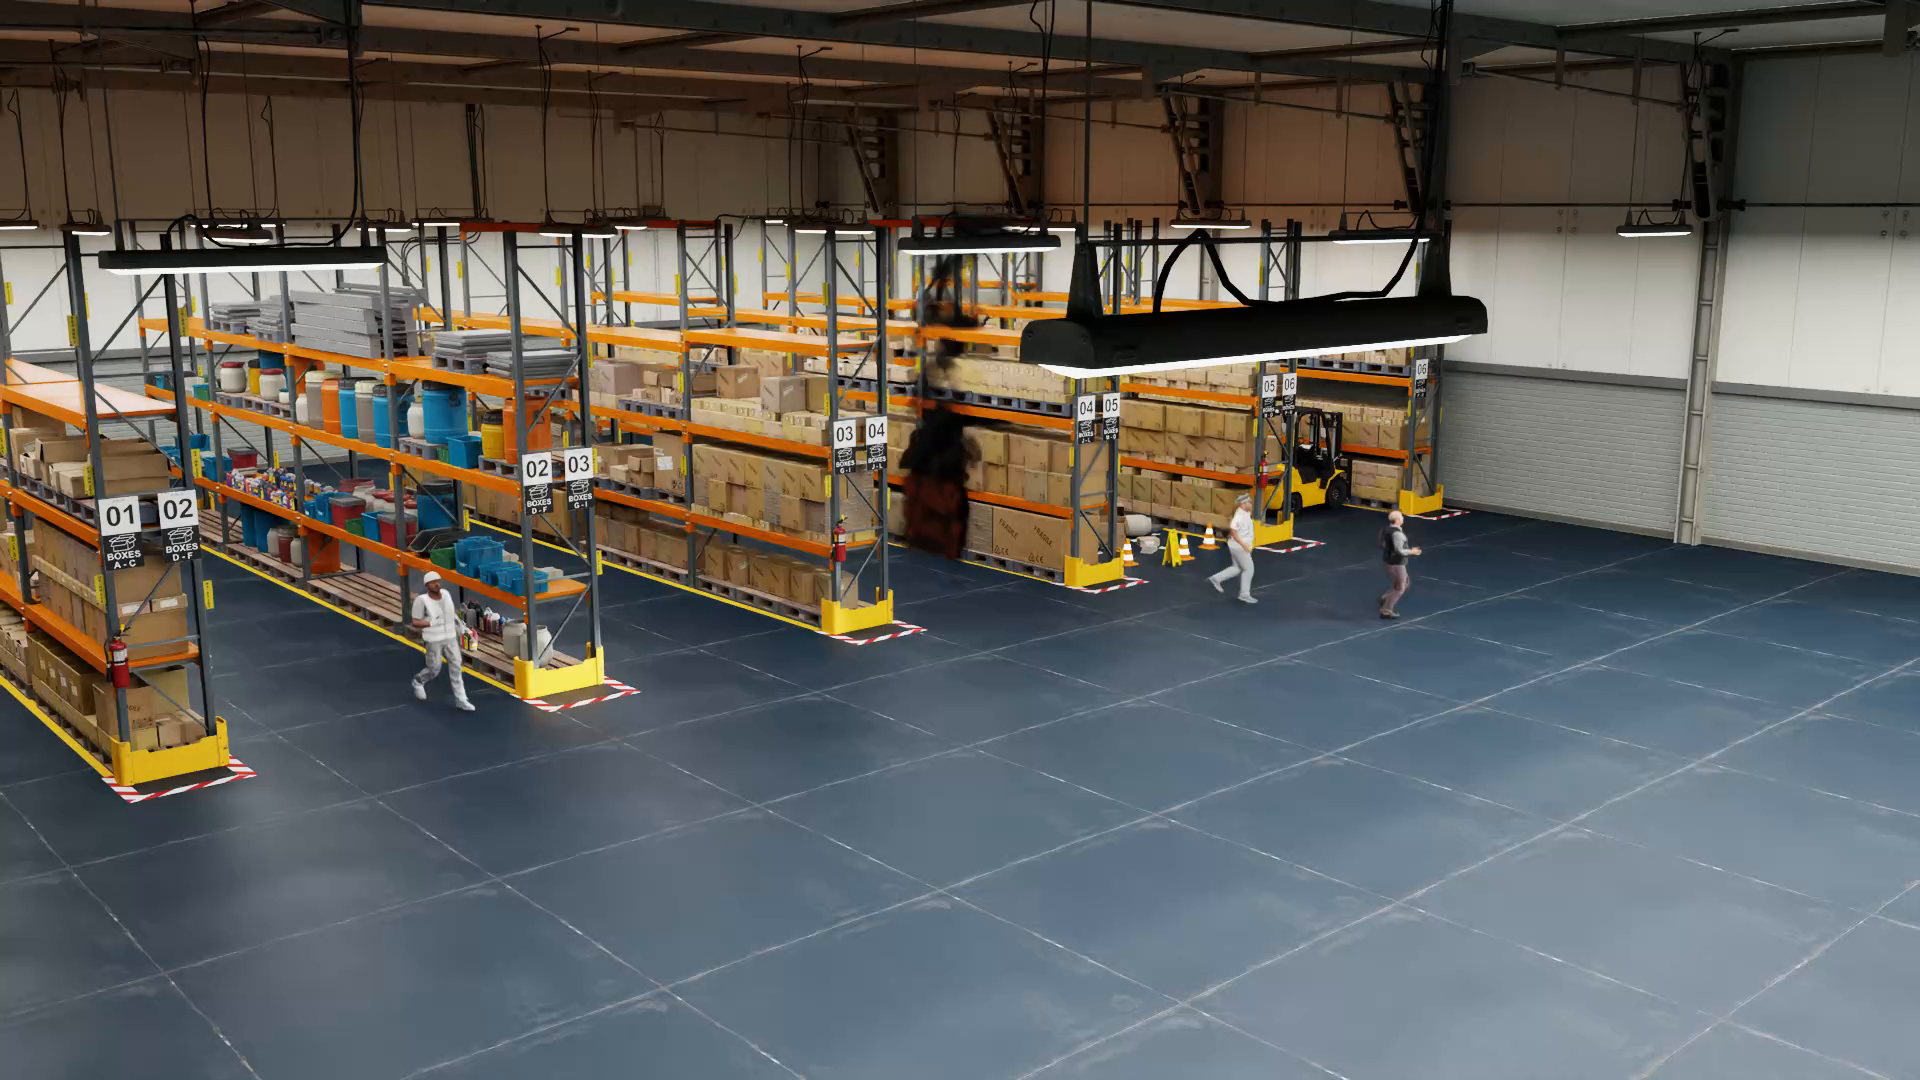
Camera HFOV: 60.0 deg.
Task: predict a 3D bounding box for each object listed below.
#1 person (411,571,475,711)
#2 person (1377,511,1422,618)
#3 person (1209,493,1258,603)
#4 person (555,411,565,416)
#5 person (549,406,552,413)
[{"bbox_3d":[-6.576,1.261,21.106,1.056,1.730,0.689,10,15,41],"label":"person"},{"bbox_3d":[6.796,0.372,25.716,0.590,1.677,0.648,0,11,-2],"label":"person"},{"bbox_3d":[4.454,0.113,26.879,0.783,1.796,0.661,2,12,8],"label":"person"},{"bbox_3d":[-9.291,-2.175,38.556,0.660,1.667,0.687,-3,12,-15],"label":"person"},{"bbox_3d":[-9.858,-2.387,39.468,0.748,1.666,0.578,0,11,-2],"label":"person"}]
